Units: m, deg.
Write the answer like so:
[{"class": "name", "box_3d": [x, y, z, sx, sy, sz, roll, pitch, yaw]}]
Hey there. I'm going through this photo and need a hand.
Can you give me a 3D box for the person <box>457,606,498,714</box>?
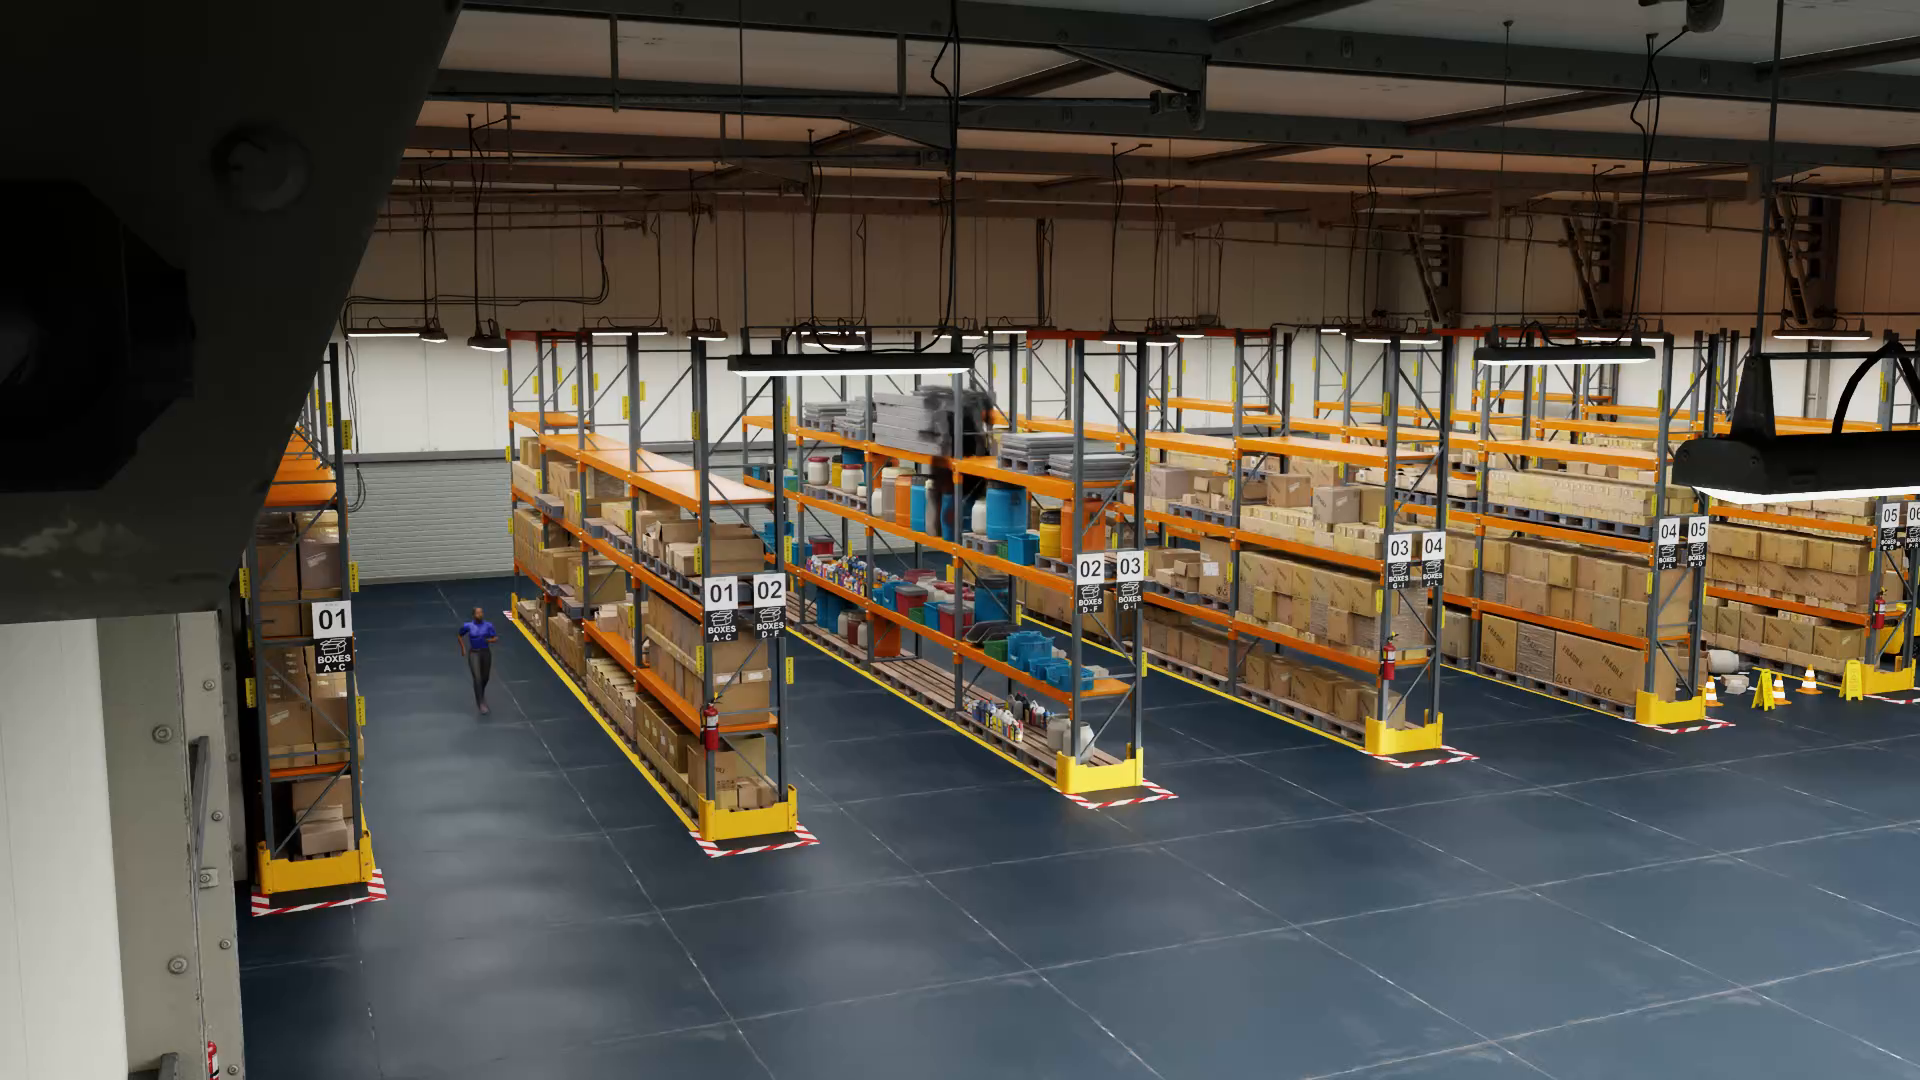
[{"class": "person", "box_3d": [-7.699, 1.876, 26.637, 0.570, 1.659, 0.929, -5, 9, -31]}]
